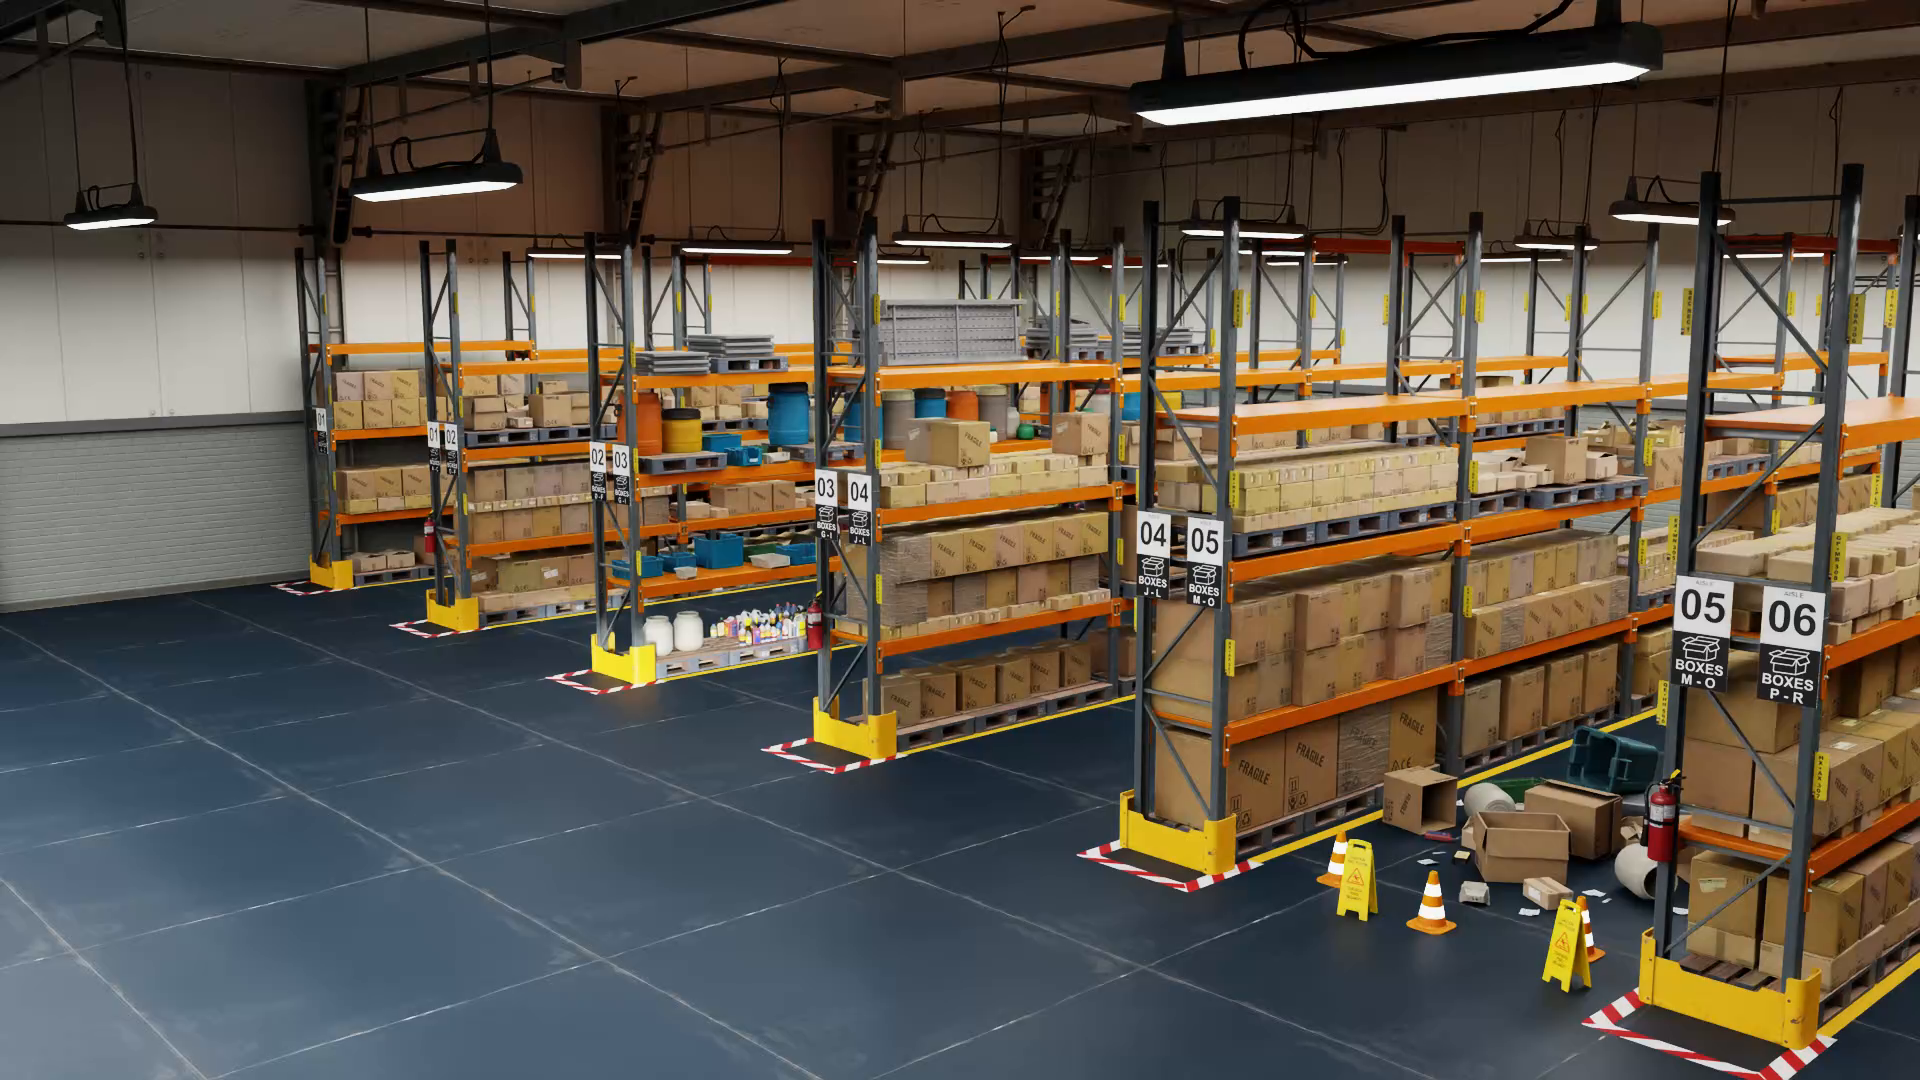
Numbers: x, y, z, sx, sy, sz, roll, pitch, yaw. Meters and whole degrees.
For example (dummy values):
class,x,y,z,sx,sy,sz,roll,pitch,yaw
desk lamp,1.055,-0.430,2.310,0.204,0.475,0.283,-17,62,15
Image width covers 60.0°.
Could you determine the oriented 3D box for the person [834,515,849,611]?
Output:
class,x,y,z,sx,sy,sz,roll,pitch,yaw
person,-1.834,0.262,26.657,0.666,1.800,0.347,0,8,2
